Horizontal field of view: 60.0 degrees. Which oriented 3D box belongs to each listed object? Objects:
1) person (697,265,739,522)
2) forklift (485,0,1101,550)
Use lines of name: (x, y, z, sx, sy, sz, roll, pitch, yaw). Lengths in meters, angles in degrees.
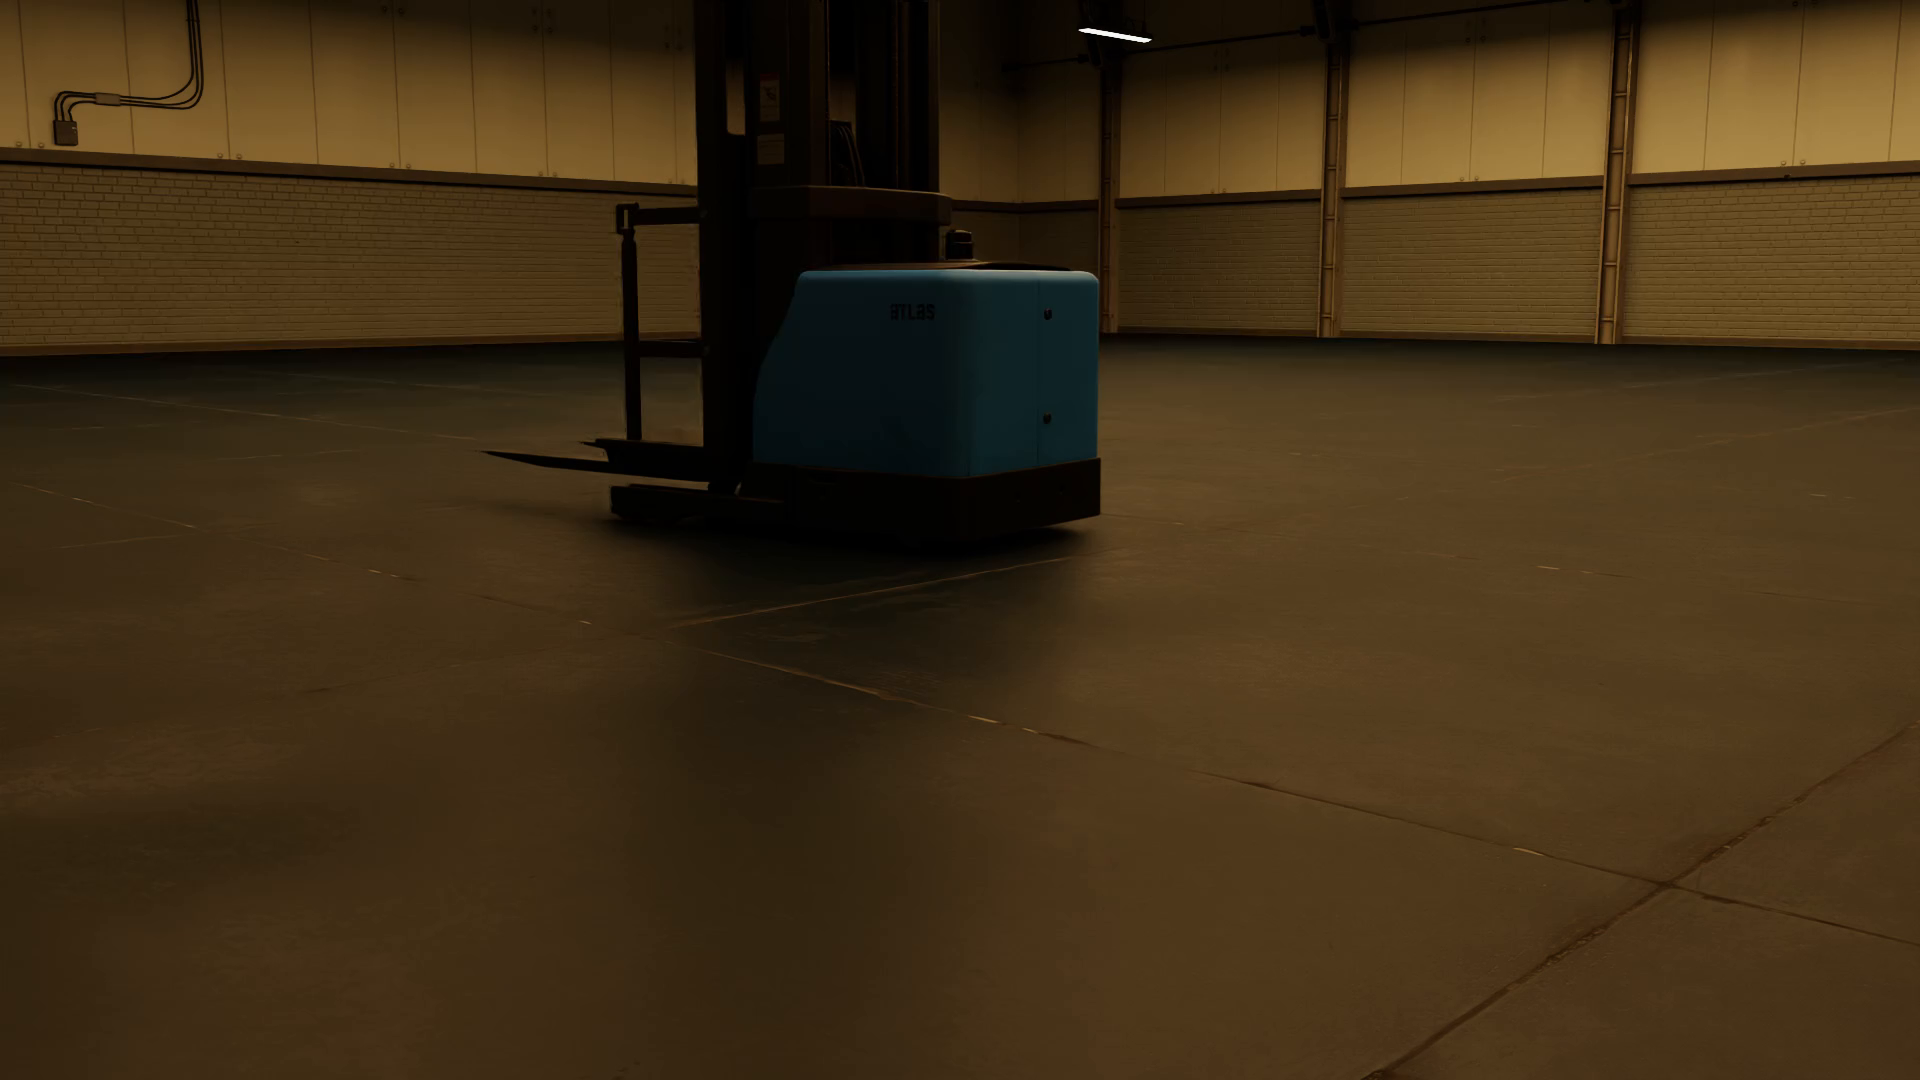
person: (-0.762, -0.886, 7.717, 1.042, 1.460, 1.024, -2, 9, -12)
forklift: (-0.898, -1.563, 7.255, 3.031, 2.935, 1.130, 6, 11, 36)
